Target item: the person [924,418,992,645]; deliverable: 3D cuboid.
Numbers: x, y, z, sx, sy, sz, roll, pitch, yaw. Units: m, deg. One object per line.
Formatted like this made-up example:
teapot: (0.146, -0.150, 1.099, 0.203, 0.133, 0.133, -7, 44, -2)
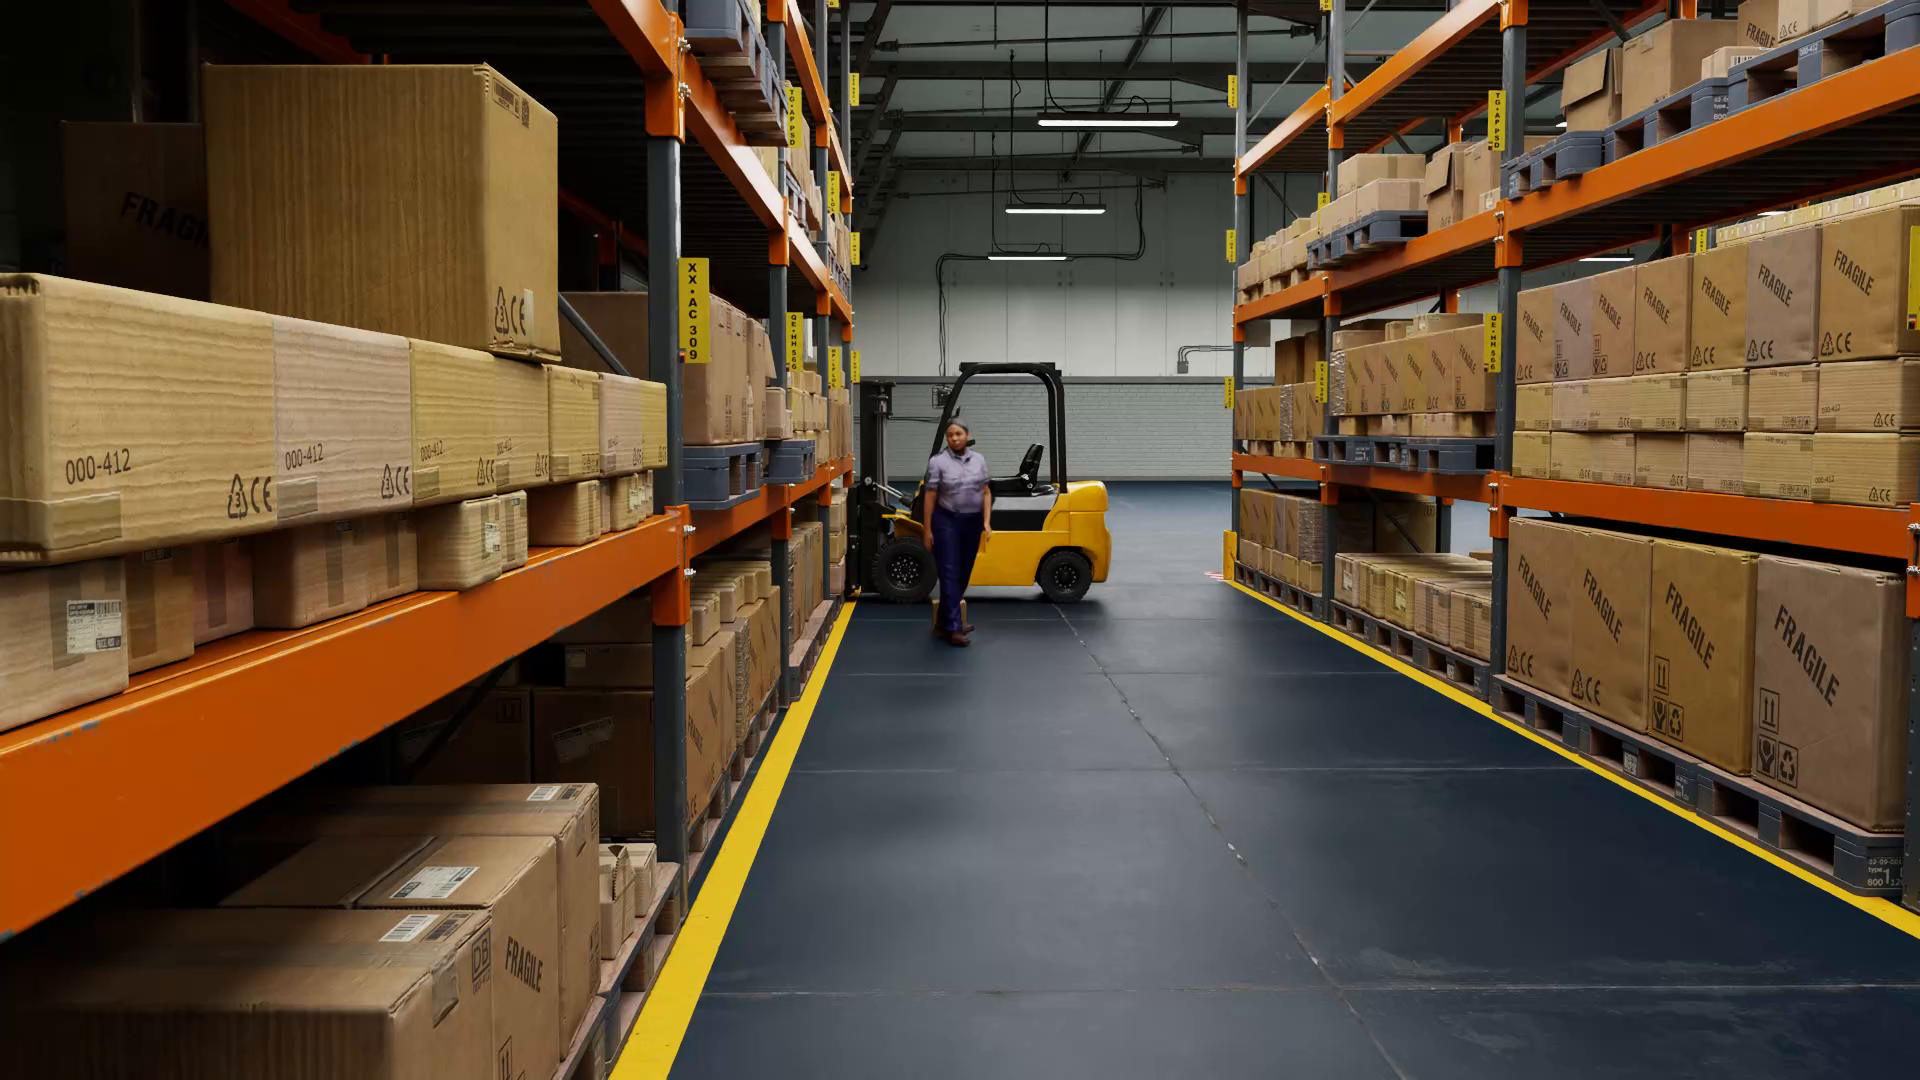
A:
person: (-0.025, -0.079, 12.220, 0.511, 1.630, 0.696, -2, 4, -30)
